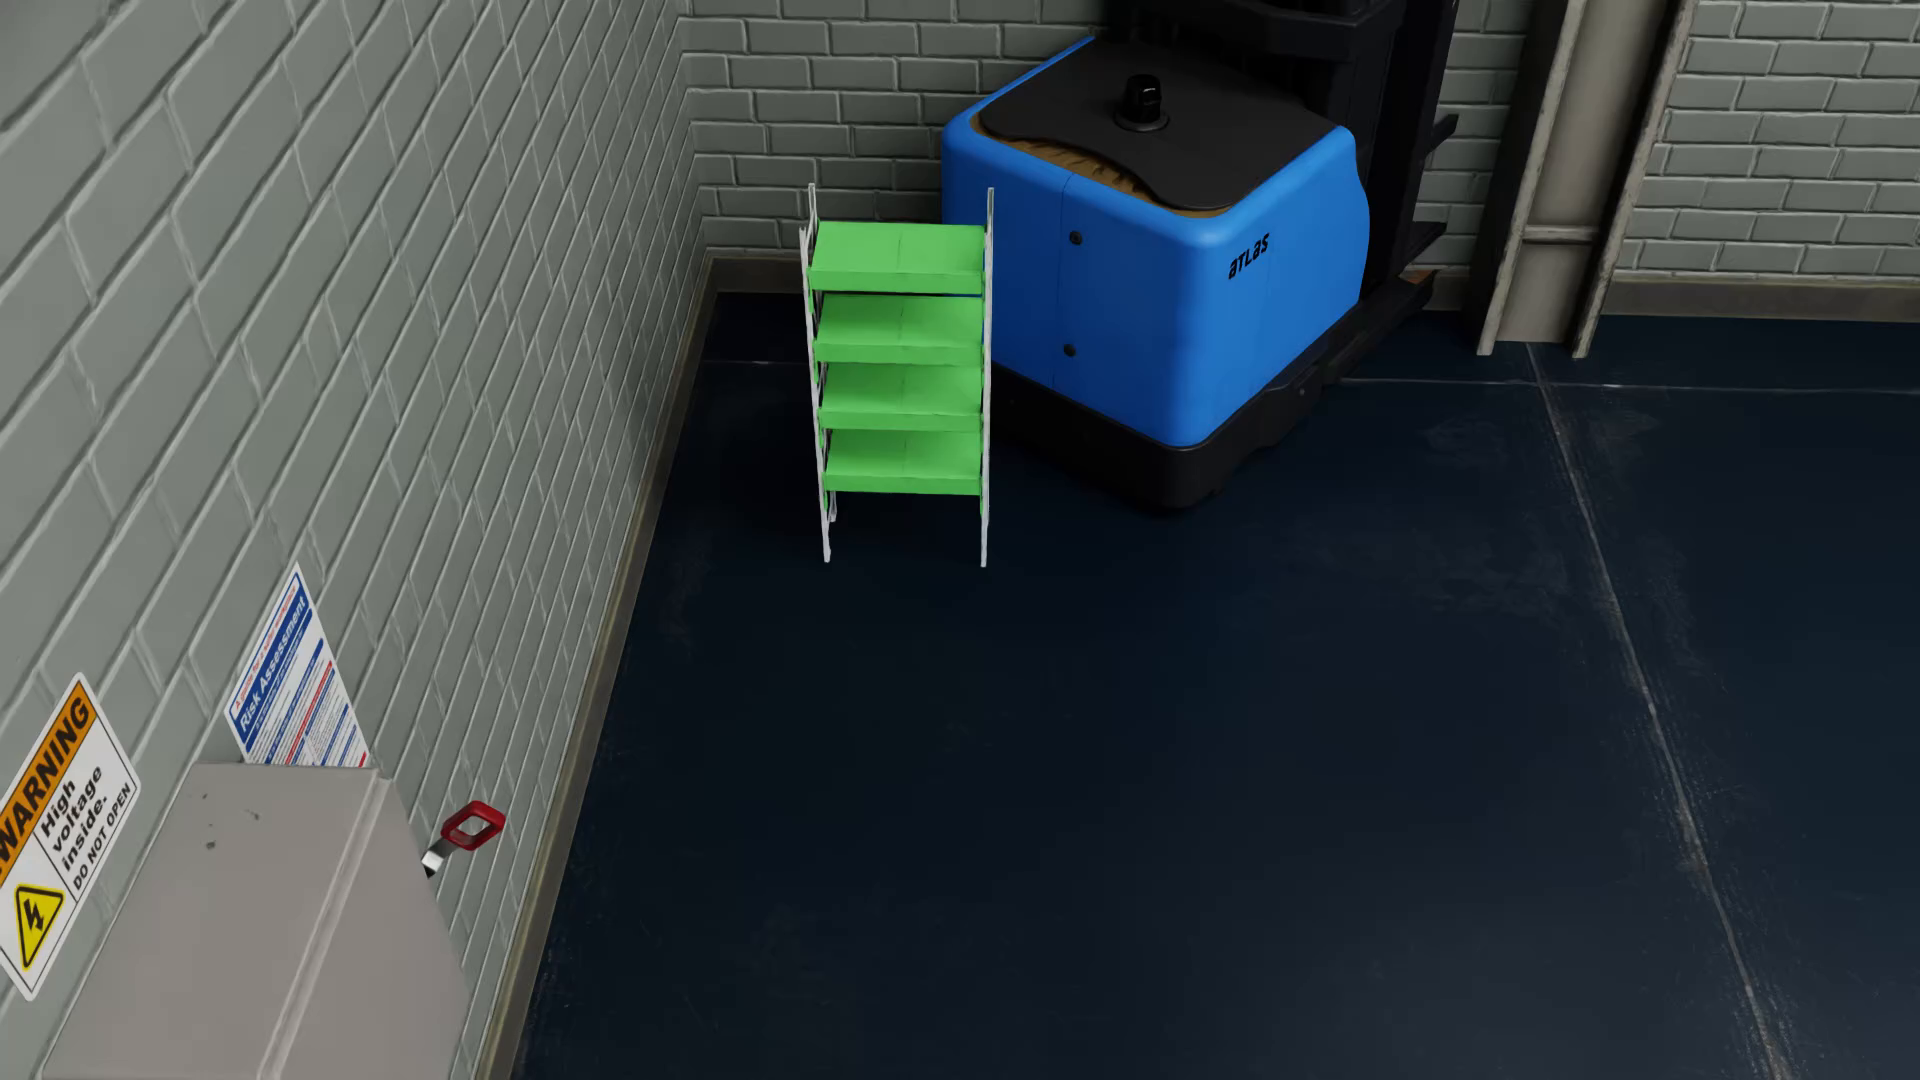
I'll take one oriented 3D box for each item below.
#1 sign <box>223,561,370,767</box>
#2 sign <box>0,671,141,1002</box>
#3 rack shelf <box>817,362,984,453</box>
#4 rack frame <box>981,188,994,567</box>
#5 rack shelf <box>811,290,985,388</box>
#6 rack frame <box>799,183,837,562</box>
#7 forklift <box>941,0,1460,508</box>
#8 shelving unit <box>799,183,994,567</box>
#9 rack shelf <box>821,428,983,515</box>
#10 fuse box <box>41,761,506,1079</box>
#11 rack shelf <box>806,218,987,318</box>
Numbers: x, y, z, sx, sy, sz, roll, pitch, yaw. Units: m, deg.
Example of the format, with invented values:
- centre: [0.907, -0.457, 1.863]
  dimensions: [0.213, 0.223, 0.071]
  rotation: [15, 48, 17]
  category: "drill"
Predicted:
- centre: [-1.093, 0.325, 2.770]
  dimensions: [0.001, 0.494, 0.329]
  rotation: [2, 43, 2]
  category: "sign"
- centre: [-1.117, 0.362, 2.055]
  dimensions: [0.001, 0.242, 0.339]
  rotation: [2, 43, 2]
  category: "sign"
- centre: [-0.165, -0.397, 4.890]
  dimensions: [0.480, 0.148, 0.258]
  rotation: [2, 43, 2]
  category: "rack shelf"
- centre: [0.078, -0.437, 4.838]
  dimensions: [0.015, 1.200, 0.240]
  rotation: [2, 43, 2]
  category: "rack frame"
- centre: [-0.165, -0.573, 4.726]
  dimensions: [0.480, 0.148, 0.258]
  rotation: [2, 43, 2]
  category: "rack shelf"
- centre: [-0.409, -0.452, 4.855]
  dimensions: [0.015, 1.200, 0.240]
  rotation: [2, 43, 2]
  category: "rack frame"
- centre: [1.246, -2.115, 5.370]
  dimensions: [1.130, 2.935, 3.031]
  rotation: [29, 50, 28]
  category: "forklift"
- centre: [-0.165, -0.444, 4.846]
  dimensions: [0.503, 1.200, 0.258]
  rotation: [2, 43, 2]
  category: "shelving unit"
- centre: [-0.165, -0.222, 5.054]
  dimensions: [0.480, 0.148, 0.258]
  rotation: [2, 43, 2]
  category: "rack shelf"
- centre: [-0.908, 1.105, 2.809]
  dimensions: [0.414, 1.711, 0.539]
  rotation: [2, 43, 2]
  category: "fuse box"
- centre: [-0.165, -0.749, 4.563]
  dimensions: [0.480, 0.148, 0.258]
  rotation: [2, 43, 2]
  category: "rack shelf"
